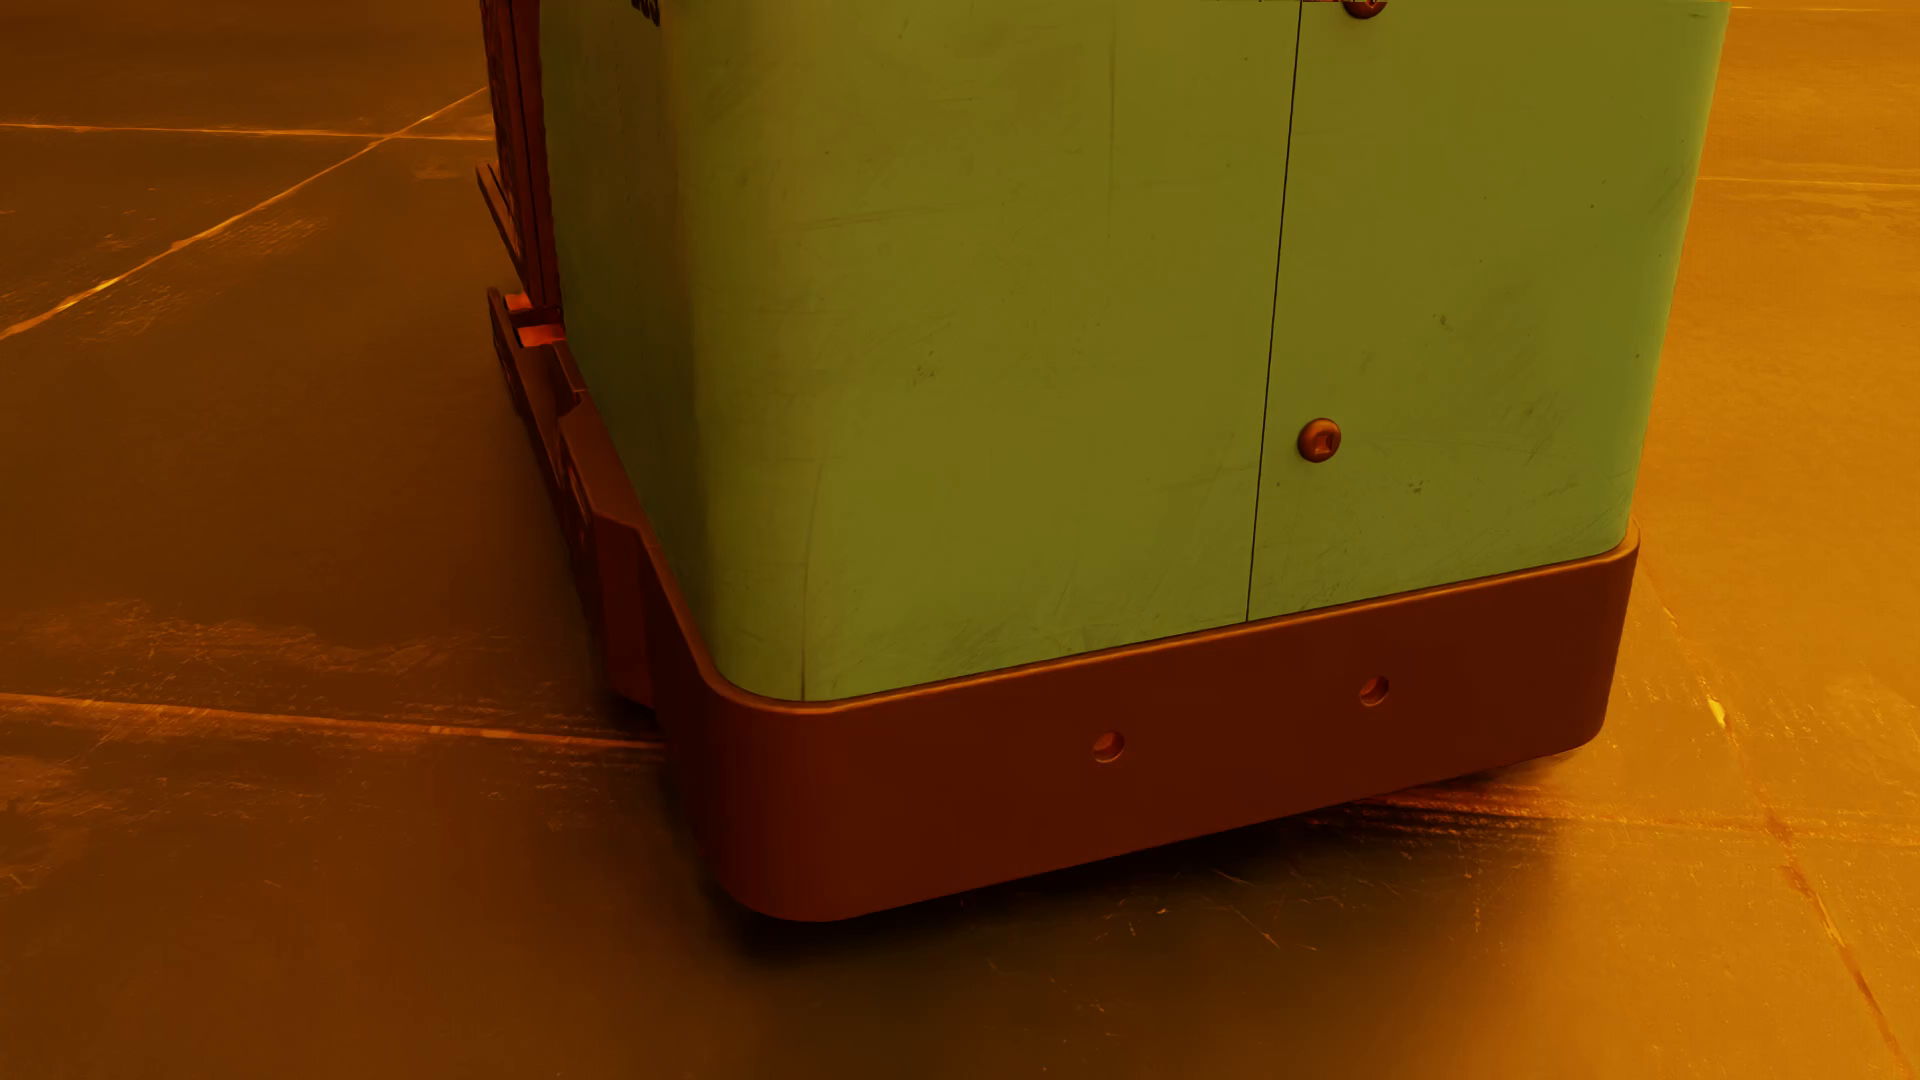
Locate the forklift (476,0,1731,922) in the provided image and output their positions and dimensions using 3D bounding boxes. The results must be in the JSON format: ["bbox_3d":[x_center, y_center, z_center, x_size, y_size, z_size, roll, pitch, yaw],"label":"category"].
[{"bbox_3d":[-0.234,-1.580,2.385,1.130,2.935,3.031,-9,28,-18],"label":"forklift"}]
